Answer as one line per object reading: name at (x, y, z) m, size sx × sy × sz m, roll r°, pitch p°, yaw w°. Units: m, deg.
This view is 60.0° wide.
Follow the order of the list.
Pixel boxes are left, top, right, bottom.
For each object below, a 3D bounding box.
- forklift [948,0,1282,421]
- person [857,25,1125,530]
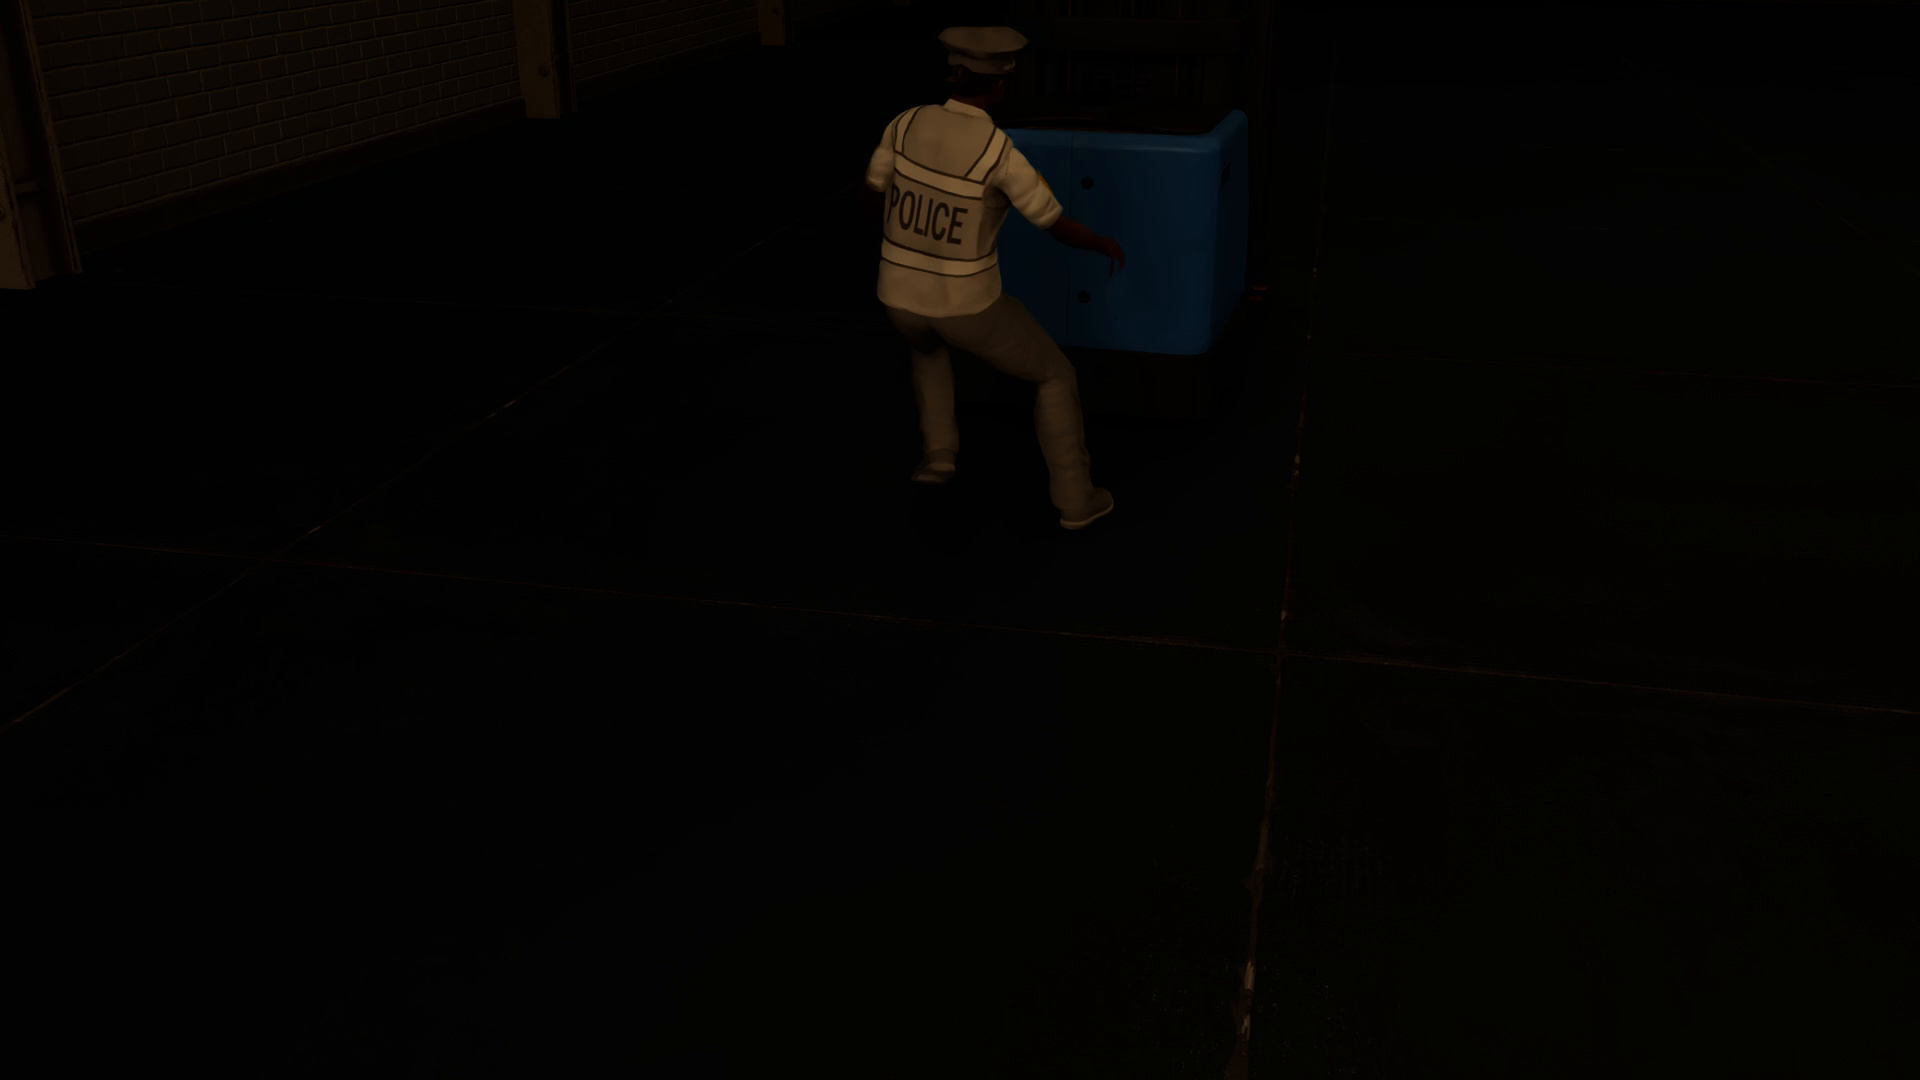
forklift at (0.808, -2.317, 6.948) m, size 1.130 × 2.935 × 3.031 m, roll 6°, pitch 23°, yaw 15°
person at (0.078, -0.803, 5.112) m, size 0.779 × 1.510 × 0.666 m, roll 11°, pitch 25°, yaw 26°
